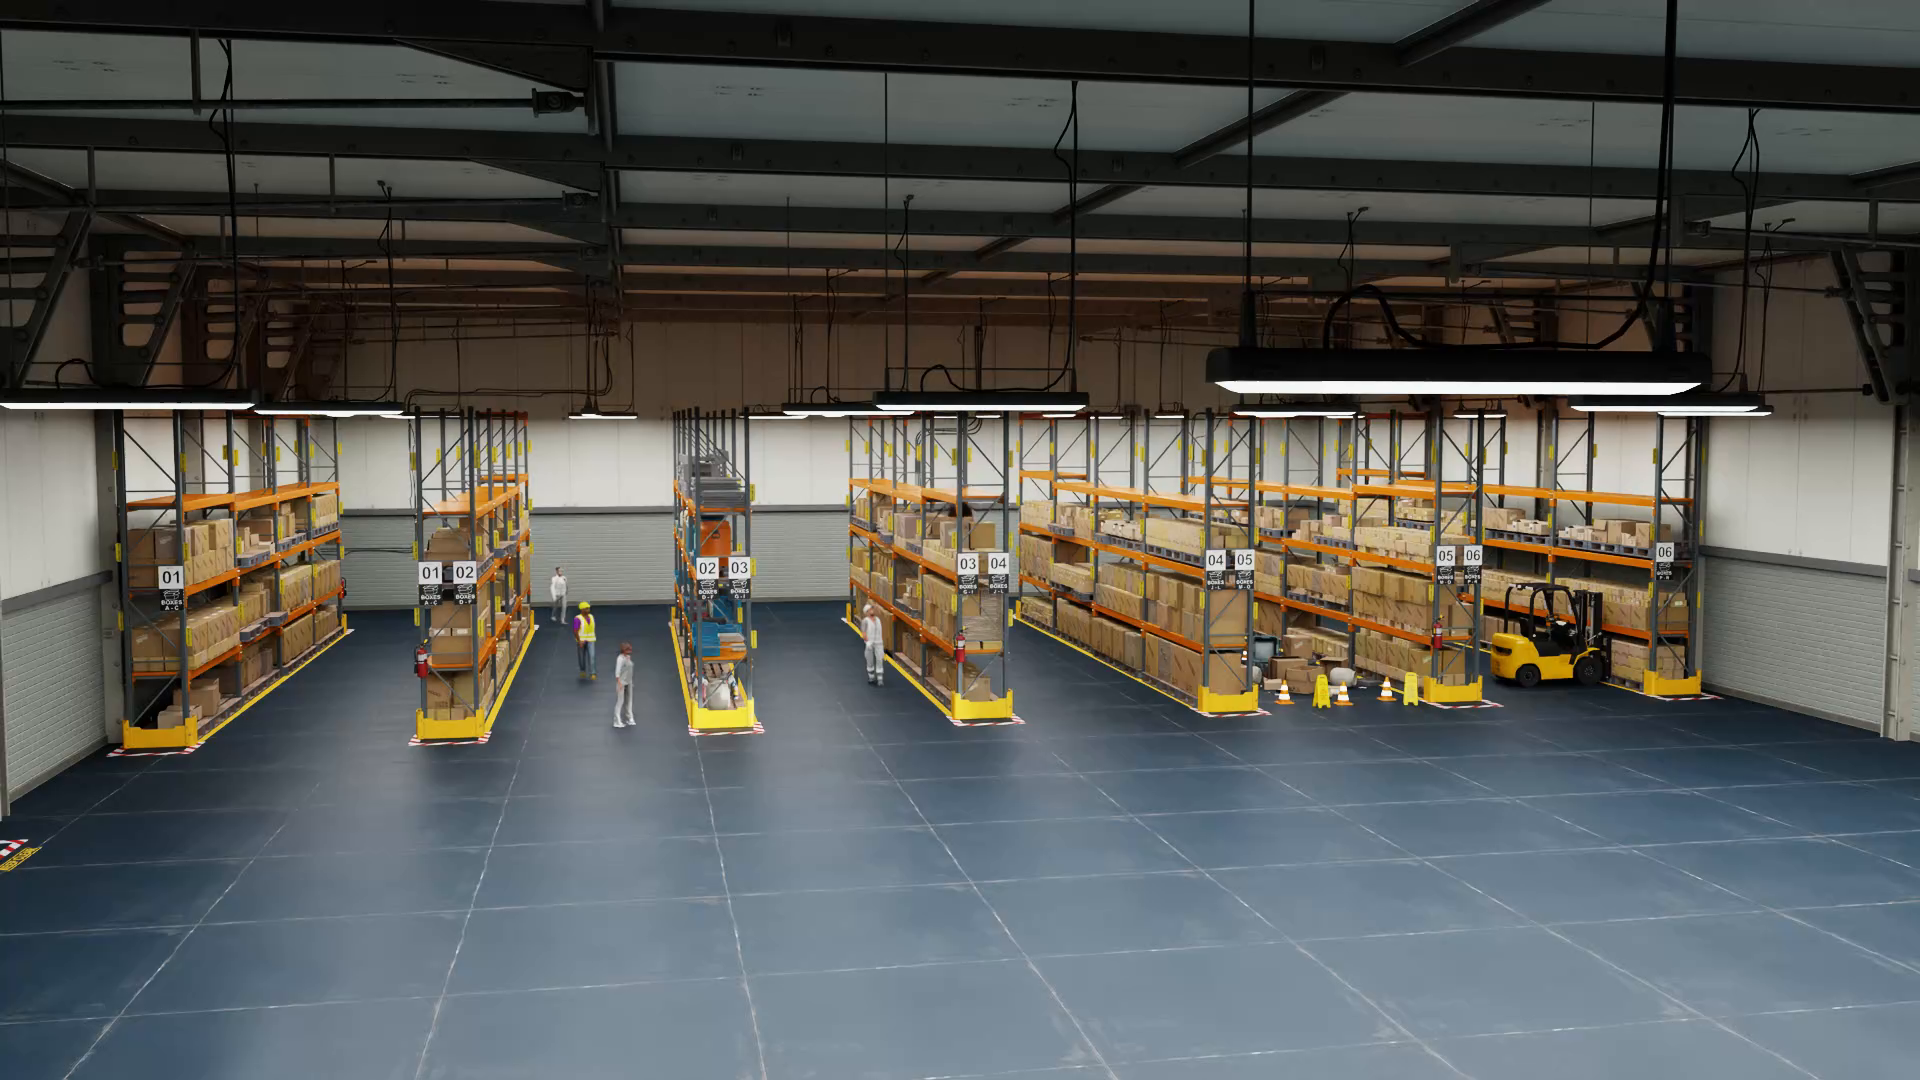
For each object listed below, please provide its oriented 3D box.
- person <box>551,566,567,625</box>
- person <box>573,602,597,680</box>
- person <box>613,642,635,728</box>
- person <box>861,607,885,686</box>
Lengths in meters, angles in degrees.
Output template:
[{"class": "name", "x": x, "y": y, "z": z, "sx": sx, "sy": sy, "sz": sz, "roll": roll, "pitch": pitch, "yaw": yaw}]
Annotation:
[{"class": "person", "x": -11.338, "y": 1.556, "z": 47.020, "sx": 0.499, "sy": 1.636, "sz": 0.927, "roll": -2, "pitch": 4, "yaw": -25}, {"class": "person", "x": -8.290, "y": 2.227, "z": 36.742, "sx": 0.495, "sy": 1.694, "sz": 1.082, "roll": -1, "pitch": 4, "yaw": -16}, {"class": "person", "x": -6.313, "y": 2.711, "z": 31.318, "sx": 0.344, "sy": 1.600, "sz": 0.507, "roll": 2, "pitch": 4, "yaw": 23}, {"class": "person", "x": -1.886, "y": 2.292, "z": 36.113, "sx": 0.526, "sy": 1.654, "sz": 1.034, "roll": 0, "pitch": 4, "yaw": -6}]
